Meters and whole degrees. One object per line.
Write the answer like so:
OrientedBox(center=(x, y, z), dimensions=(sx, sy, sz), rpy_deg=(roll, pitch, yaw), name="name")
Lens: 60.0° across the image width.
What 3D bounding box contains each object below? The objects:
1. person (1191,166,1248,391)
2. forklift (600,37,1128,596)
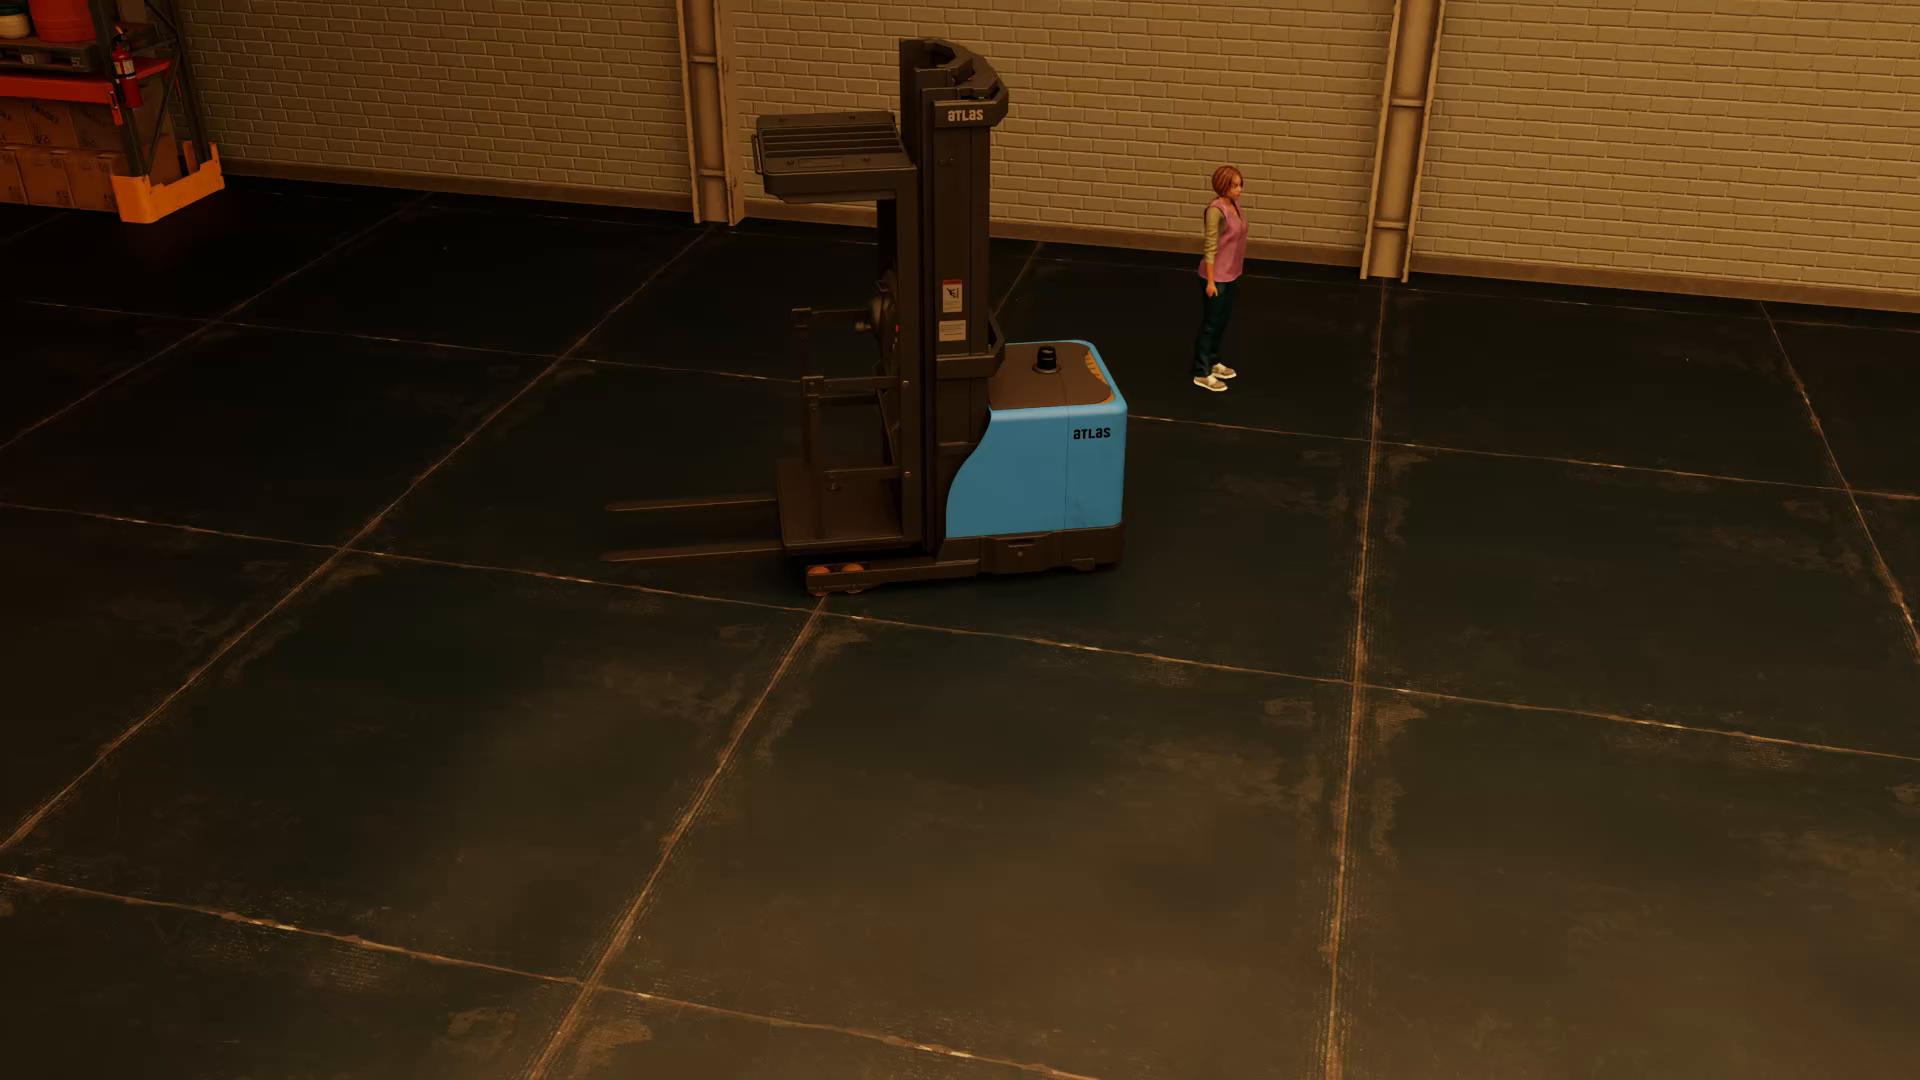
OrientedBox(center=(1.859, -1.871, 11.823), dimensions=(0.323, 1.603, 0.431), rpy_deg=(15, 33, 24), name="person")
OrientedBox(center=(-0.602, -1.232, 9.345), dimensions=(3.031, 2.935, 1.130), rpy_deg=(-4, 30, -7), name="forklift")
